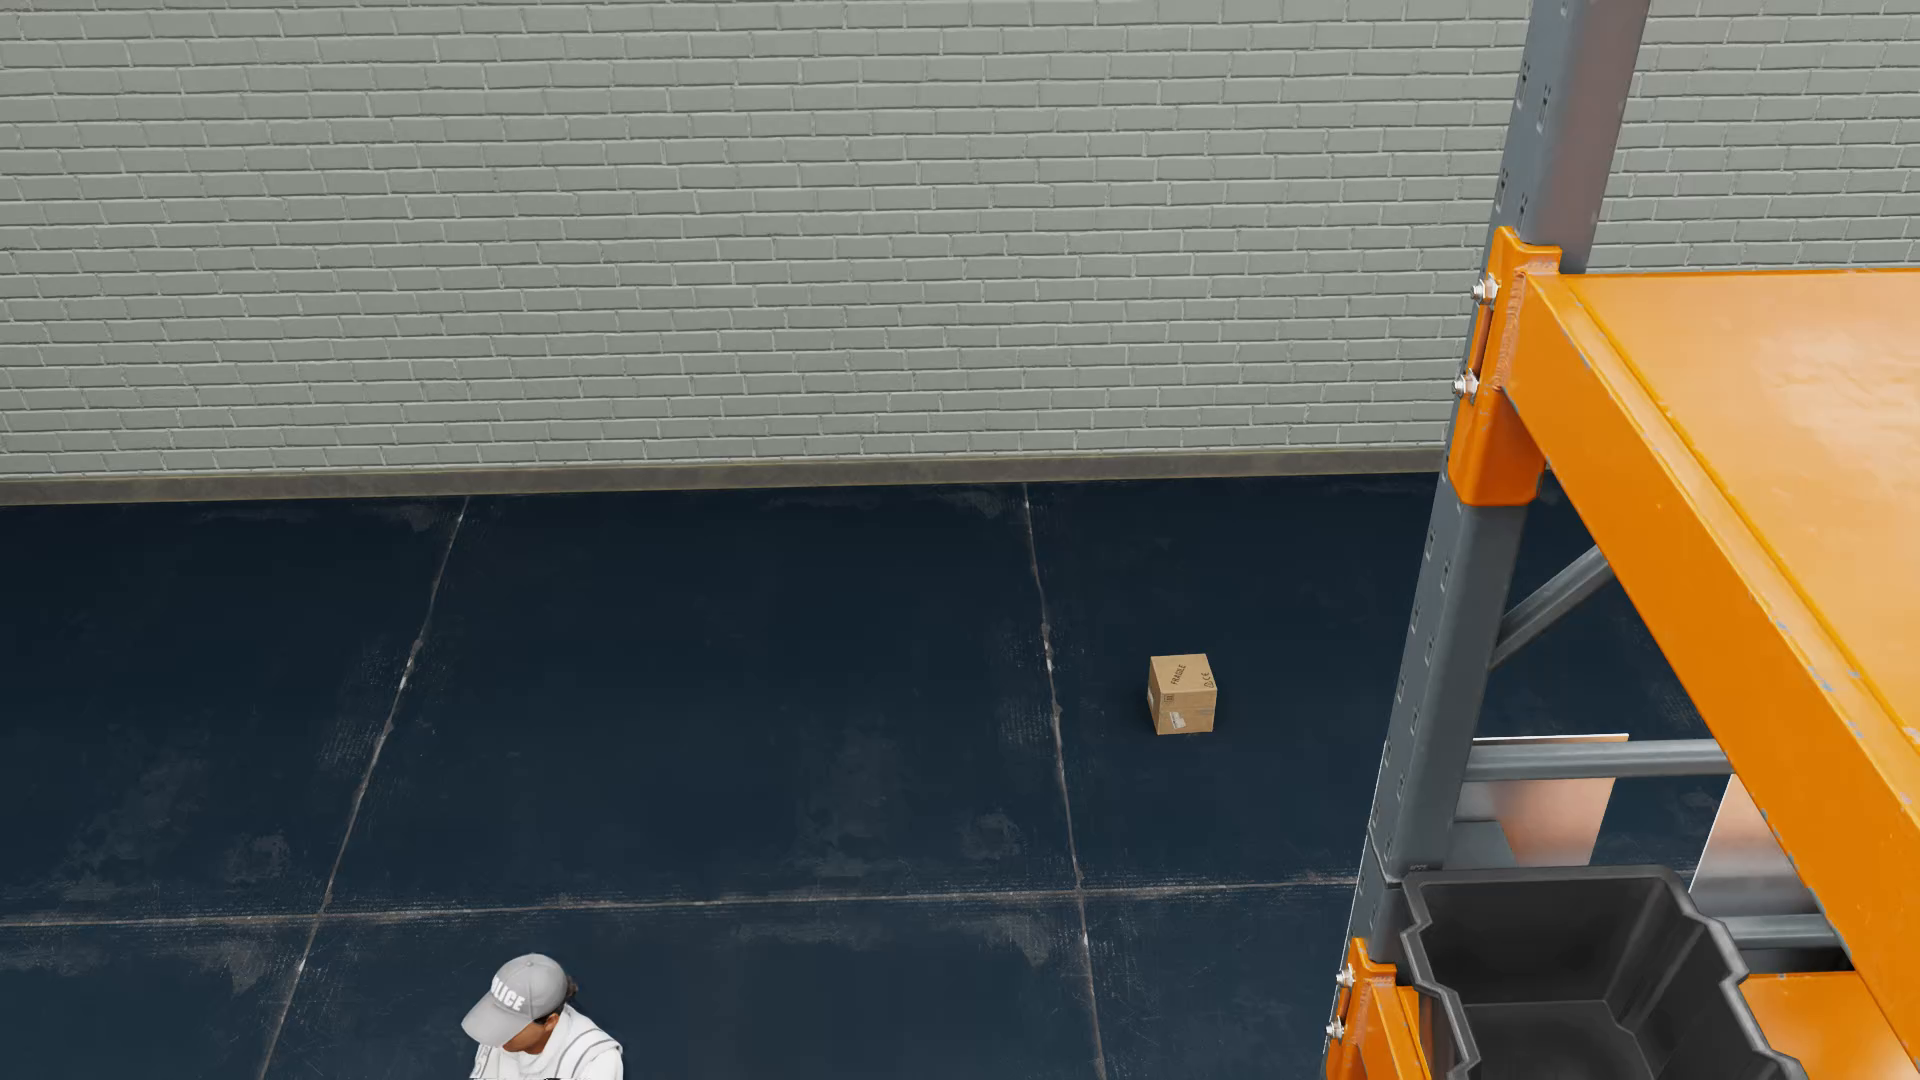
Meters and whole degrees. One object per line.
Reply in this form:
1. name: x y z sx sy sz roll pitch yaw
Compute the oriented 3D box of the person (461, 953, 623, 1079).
1. person: -1.089 1.739 4.717 0.480 1.650 0.649 20 40 26
